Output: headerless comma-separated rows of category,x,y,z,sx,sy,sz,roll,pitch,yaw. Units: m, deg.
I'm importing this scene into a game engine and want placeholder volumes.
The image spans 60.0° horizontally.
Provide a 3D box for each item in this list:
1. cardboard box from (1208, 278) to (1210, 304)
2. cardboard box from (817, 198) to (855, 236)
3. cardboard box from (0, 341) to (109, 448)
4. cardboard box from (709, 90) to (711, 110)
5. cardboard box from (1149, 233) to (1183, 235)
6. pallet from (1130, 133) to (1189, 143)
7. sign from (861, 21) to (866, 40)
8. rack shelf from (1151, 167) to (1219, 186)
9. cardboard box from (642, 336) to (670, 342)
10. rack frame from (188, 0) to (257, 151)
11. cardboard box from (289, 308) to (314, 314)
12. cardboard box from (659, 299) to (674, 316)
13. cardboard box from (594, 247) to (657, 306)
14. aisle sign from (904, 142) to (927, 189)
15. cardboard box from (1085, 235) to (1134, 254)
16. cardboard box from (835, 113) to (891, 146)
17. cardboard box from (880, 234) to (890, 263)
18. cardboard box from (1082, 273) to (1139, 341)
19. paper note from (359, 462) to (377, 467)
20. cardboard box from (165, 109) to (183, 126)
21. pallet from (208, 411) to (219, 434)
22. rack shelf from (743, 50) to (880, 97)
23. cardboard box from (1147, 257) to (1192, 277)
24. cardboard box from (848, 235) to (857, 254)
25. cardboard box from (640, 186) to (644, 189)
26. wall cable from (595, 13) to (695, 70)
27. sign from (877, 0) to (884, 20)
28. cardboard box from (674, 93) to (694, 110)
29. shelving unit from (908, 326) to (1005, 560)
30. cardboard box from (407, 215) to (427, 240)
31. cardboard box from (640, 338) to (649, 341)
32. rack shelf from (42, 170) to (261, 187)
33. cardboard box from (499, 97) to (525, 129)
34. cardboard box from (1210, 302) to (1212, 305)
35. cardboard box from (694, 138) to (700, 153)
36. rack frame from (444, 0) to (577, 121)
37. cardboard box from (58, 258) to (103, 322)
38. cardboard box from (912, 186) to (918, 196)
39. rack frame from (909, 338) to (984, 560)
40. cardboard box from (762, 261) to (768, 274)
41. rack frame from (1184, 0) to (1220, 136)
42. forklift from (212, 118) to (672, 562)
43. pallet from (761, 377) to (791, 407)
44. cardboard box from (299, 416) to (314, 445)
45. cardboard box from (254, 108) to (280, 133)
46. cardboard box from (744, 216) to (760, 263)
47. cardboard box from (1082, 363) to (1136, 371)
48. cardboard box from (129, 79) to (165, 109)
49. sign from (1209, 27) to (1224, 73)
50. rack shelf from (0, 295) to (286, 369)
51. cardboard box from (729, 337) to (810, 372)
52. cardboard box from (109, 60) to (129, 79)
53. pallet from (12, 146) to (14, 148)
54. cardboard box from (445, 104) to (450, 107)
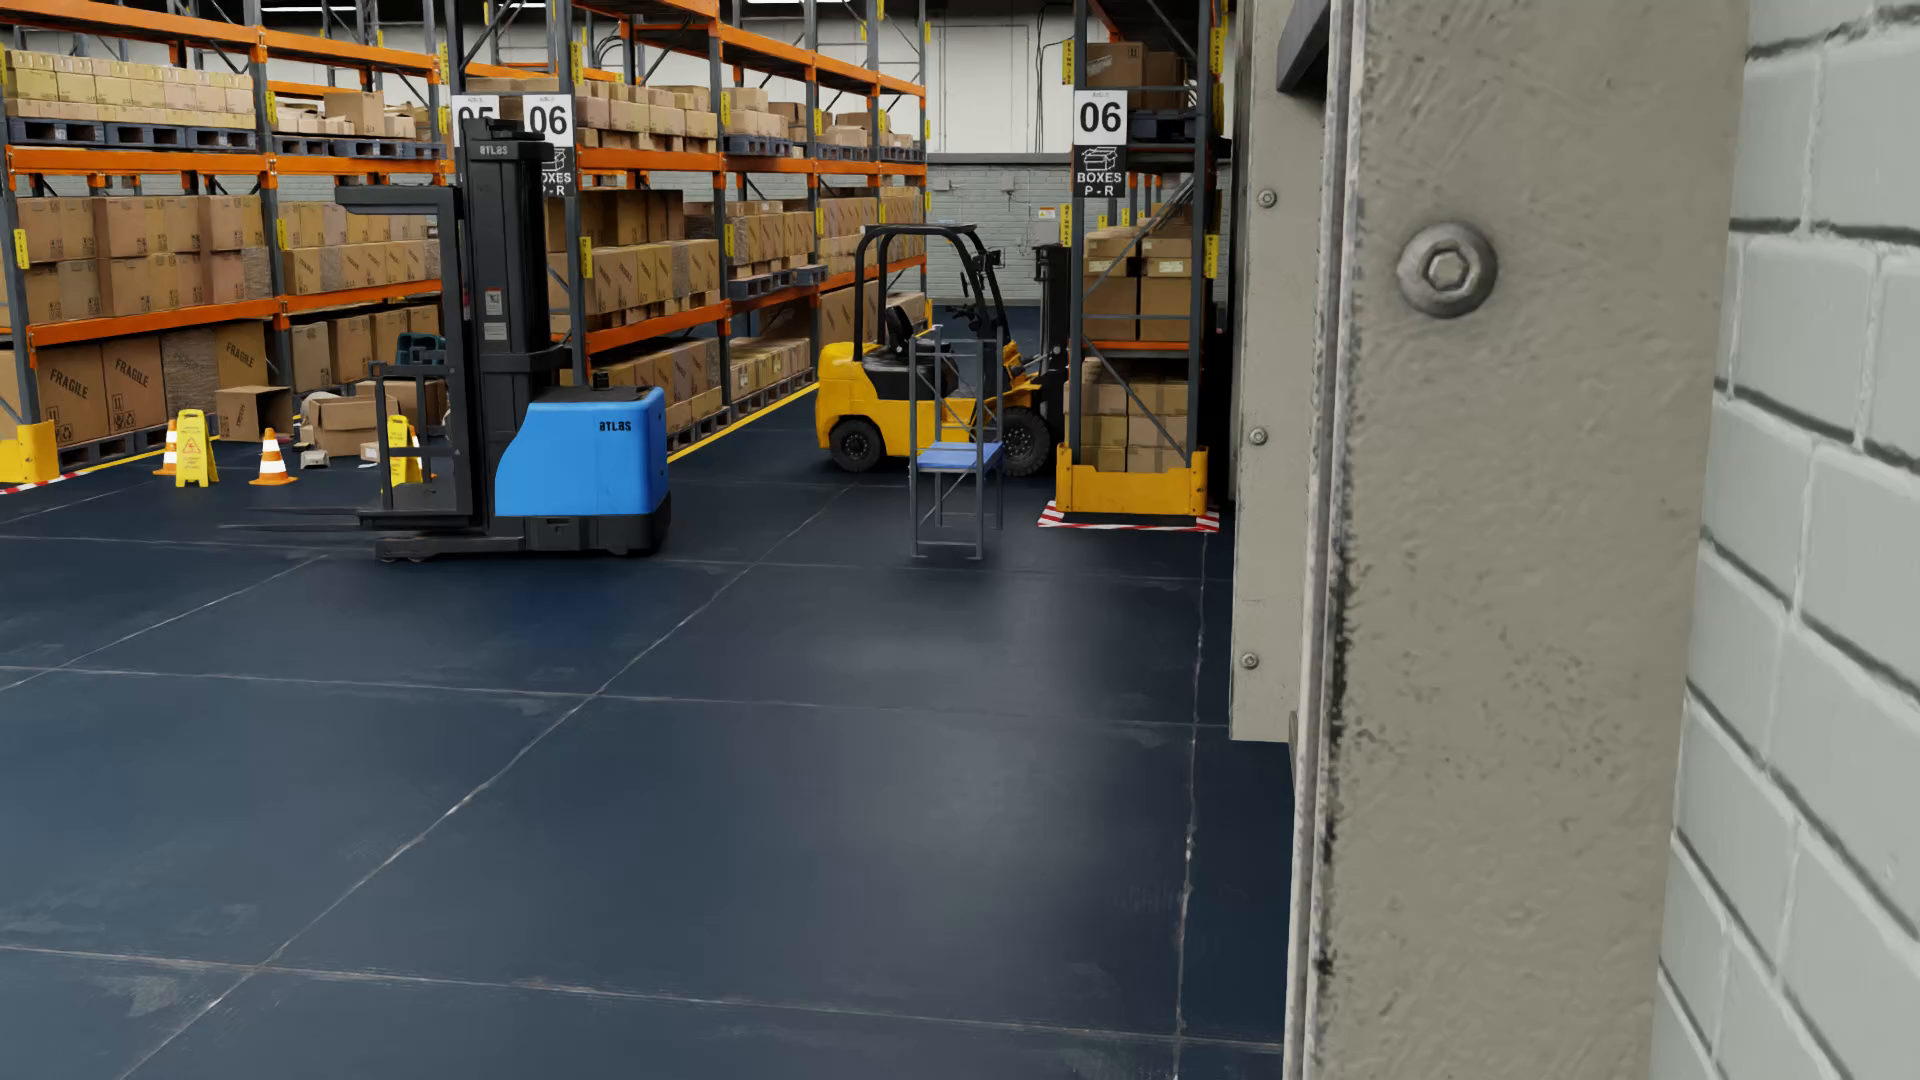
cardboard box,2.315,-2.566,17.135,0.500,0.250,0.500,2,12,10
cardboard box,-1.761,-4.485,23.075,0.500,0.500,0.500,2,12,10
cardboard box,-8.419,-1.321,15.050,0.875,0.875,0.875,2,12,9
cardboard box,-2.837,-4.885,18.593,0.500,0.250,0.500,2,12,10
cardboard box,1.786,-2.502,13.998,0.380,0.149,0.250,2,12,10
pallet,2.092,-4.101,17.238,0.805,0.209,1.217,1,12,6
sign,-1.638,-8.688,28.356,0.100,0.325,0.005,2,12,9
rack shelf,3.507,-5.741,26.099,1.077,0.370,4.000,2,12,9
cardboard box,-3.293,-1.818,17.059,0.500,0.500,0.500,2,12,11
rack frame,-11.498,-7.623,26.008,1.000,3.000,0.127,2,12,9
cardboard box,-11.317,-3.992,27.445,0.875,0.875,0.875,2,12,9
cardboard box,-2.910,-2.186,15.614,0.380,0.149,0.250,2,12,9
cardboard box,-3.050,-2.370,14.926,0.500,0.500,0.500,2,12,8
aisle sign,-0.773,-6.478,28.762,0.394,0.787,0.004,2,12,9
cardboard box,1.222,-2.412,13.583,0.380,0.149,0.250,2,12,10
cardboard box,-1.530,-6.422,26.075,0.797,0.503,0.637,3,12,13
cardboard box,-1.375,-4.508,25.553,0.500,0.500,0.500,2,12,11
cardboard box,1.170,-1.872,13.320,0.500,0.500,0.500,2,12,7
paper note,-5.372,-0.682,15.084,0.148,0.019,0.142,-2,12,-11
cardboard box,-7.777,-4.090,16.094,0.380,0.149,0.250,2,12,8
pallet,-8.037,-1.325,17.640,1.003,0.211,1.213,2,12,9
rack shelf,-2.013,-6.339,22.704,1.077,0.370,4.000,2,12,9
cardboard box,1.663,-2.140,13.026,0.380,0.149,0.250,2,12,7
cardboard box,-1.738,-4.122,23.168,0.500,0.250,0.500,2,12,10
cardboard box,-5.822,-5.922,29.033,0.500,0.500,0.500,2,12,7
wall cable,-6.607,-11.094,34.476,2.277,5.999,0.120,2,12,9
sign,-1.167,-7.783,24.341,0.100,0.325,0.005,2,12,9
cardboard box,-2.772,-4.199,15.939,0.380,0.149,0.250,2,12,10
shelving unit,-0.013,-0.715,11.753,0.538,1.500,1.048,2,12,9
cardboard box,-7.306,-4.121,21.385,0.700,0.500,0.500,2,12,8
cardboard box,-3.372,-2.111,16.879,0.380,0.149,0.250,2,12,9
rack shelf,-11.805,-5.389,24.467,1.077,0.370,4.000,2,12,9
cardboard box,-3.739,-3.525,13.762,0.500,0.250,0.500,2,12,8
cardboard box,3.351,-3.264,23.417,0.380,0.149,0.250,1,12,6
cardboard box,-2.809,-3.923,16.551,0.380,0.149,0.250,2,12,9
rack frame,-3.551,-4.804,12.927,1.000,3.000,0.127,2,12,9
cardboard box,-8.382,-2.278,15.089,0.875,0.550,0.550,2,12,9
cardboard box,-0.919,-5.866,27.942,0.380,0.149,0.250,2,12,8
rack frame,-0.091,-0.610,11.262,0.500,1.500,0.032,2,12,9
cardboard box,-2.403,-3.108,18.897,0.380,0.149,0.250,2,12,9
rack frame,3.200,-7.142,23.775,1.000,3.000,0.127,2,12,9
forklift,-3.626,-1.397,11.517,3.031,2.935,1.130,-1,12,-3
pallet,-2.632,-1.758,19.650,1.003,0.211,1.213,2,12,9
cardboard box,-6.287,-1.090,16.420,0.396,0.266,0.258,4,13,18
cardboard box,-7.892,-4.643,18.420,0.500,0.250,0.500,2,12,9
cardboard box,-2.504,-3.297,18.230,0.500,0.500,0.500,2,12,9
cardboard box,1.257,-1.379,14.431,0.500,0.250,0.500,2,12,9
cardboard box,-7.898,-4.211,15.709,0.500,0.250,0.500,2,12,8
sign,1.902,-3.625,12.310,0.100,0.325,0.005,2,12,9
rack shelf,-8.150,-2.076,16.213,1.077,0.370,4.000,2,12,9
cardboard box,-2.417,-2.340,20.974,0.950,0.372,0.625,1,12,5
cardboard box,-7.895,-4.322,15.279,0.380,0.149,0.250,2,12,8
pallet,-12.371,-4.741,20.198,1.213,0.211,1.003,2,12,9
cardboard box,-6.813,-5.803,22.625,0.396,0.266,0.258,2,12,9
